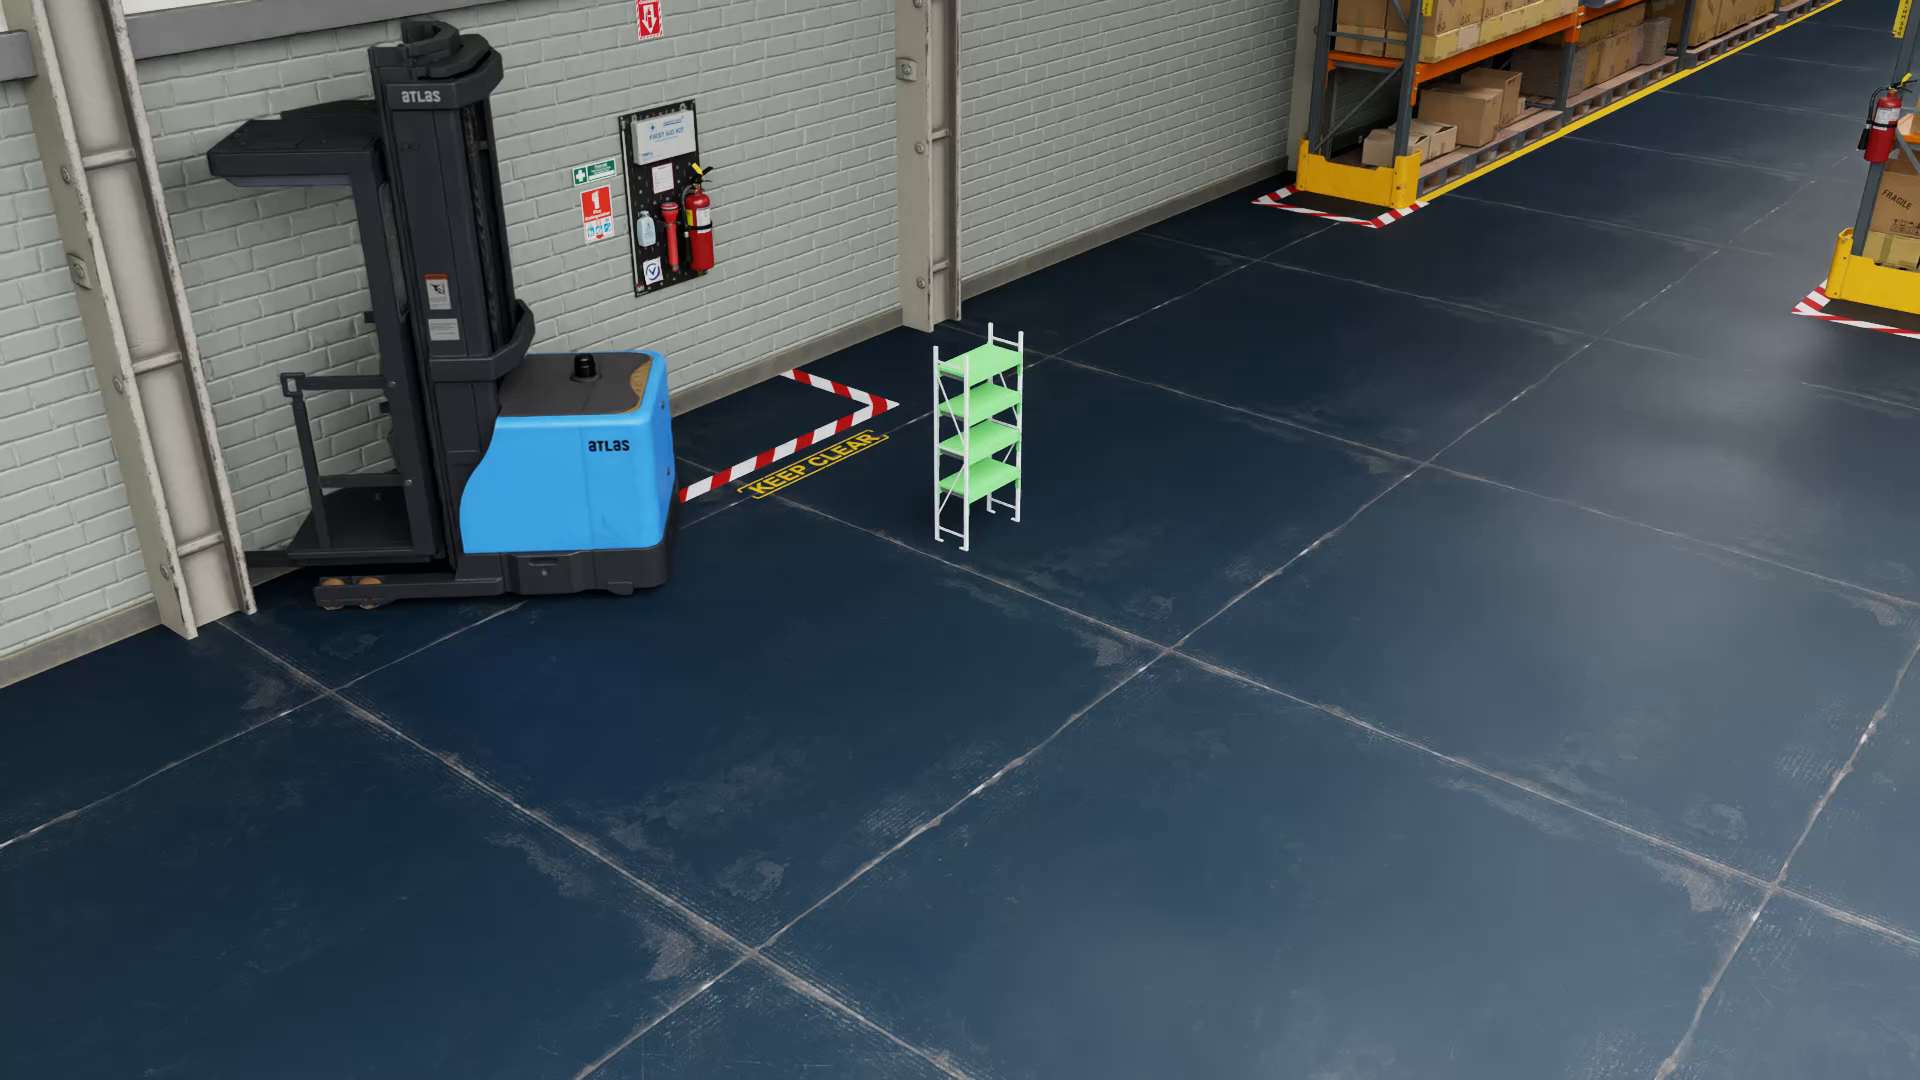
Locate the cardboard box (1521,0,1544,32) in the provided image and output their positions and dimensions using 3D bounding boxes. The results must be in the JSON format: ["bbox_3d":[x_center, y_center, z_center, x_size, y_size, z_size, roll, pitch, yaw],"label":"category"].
[{"bbox_3d":[5.654,-5.423,17.110,0.500,0.250,0.500,21,34,34],"label":"cardboard box"}]

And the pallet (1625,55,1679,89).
[{"bbox_3d":[8.399,-5.997,21.113,1.003,0.211,1.213,21,34,34],"label":"pallet"}]

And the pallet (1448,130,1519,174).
[{"bbox_3d":[5.177,-4.173,17.586,1.003,0.211,1.213,21,34,34],"label":"pallet"}]

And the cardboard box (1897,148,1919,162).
[{"bbox_3d":[8.370,-3.164,14.321,0.500,0.500,0.500,21,34,34],"label":"cardboard box"}]

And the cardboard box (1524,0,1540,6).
[{"bbox_3d":[5.649,-5.758,16.940,0.500,0.500,0.500,20,33,33],"label":"cardboard box"}]

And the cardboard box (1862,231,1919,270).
[{"bbox_3d":[7.747,-2.471,13.798,0.500,0.250,0.500,21,34,34],"label":"cardboard box"}]

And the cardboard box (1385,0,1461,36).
[{"bbox_3d":[4.344,-5.033,15.539,0.500,0.500,0.500,21,34,34],"label":"cardboard box"}]

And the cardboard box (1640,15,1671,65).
[{"bbox_3d":[8.479,-6.327,20.958,0.700,0.500,0.500,21,34,35],"label":"cardboard box"}]

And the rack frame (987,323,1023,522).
[{"bbox_3d":[0.260,-0.678,9.755,0.240,1.200,0.015,21,34,34],"label":"rack frame"}]

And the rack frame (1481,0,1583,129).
[{"bbox_3d":[6.353,-6.094,18.266,1.000,3.000,0.127,21,34,34],"label":"rack frame"}]

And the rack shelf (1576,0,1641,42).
[{"bbox_3d":[7.625,-6.484,19.802,1.077,0.370,4.000,21,34,34],"label":"rack shelf"}]

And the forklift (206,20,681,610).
[{"bbox_3d":[-3.152,-1.174,8.830,3.031,2.935,1.130,-2,27,-3],"label":"forklift"}]

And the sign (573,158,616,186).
[{"bbox_3d":[-2.253,-2.269,10.256,0.001,0.109,0.331,21,34,34],"label":"sign"}]

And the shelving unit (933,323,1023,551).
[{"bbox_3d":[0.105,-0.592,9.588,0.258,1.200,0.503,21,34,34],"label":"shelving unit"}]

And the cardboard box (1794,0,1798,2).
[{"bbox_3d":[12.318,-8.419,25.024,0.700,0.500,0.500,20,34,34],"label":"cardboard box"}]

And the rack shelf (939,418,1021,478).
[{"bbox_3d":[0.105,-0.535,9.617,0.258,0.148,0.480,21,34,34],"label":"rack shelf"}]

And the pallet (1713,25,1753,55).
[{"bbox_3d":[10.233,-6.962,22.978,1.003,0.211,1.213,21,34,34],"label":"pallet"}]

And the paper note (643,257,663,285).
[{"bbox_3d":[-1.997,-1.751,10.829,0.016,0.148,0.142,21,34,34],"label":"paper note"}]

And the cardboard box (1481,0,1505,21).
[{"bbox_3d":[5.000,-5.387,16.223,0.500,0.500,0.500,19,33,33],"label":"cardboard box"}]

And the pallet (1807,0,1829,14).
[{"bbox_3d":[12.761,-8.373,25.706,1.003,0.211,1.213,21,34,34],"label":"pallet"}]

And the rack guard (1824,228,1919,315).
[{"bbox_3d":[7.618,-2.111,13.286,1.175,0.500,0.348,21,34,34],"label":"rack guard"}]

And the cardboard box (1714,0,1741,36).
[{"bbox_3d":[10.028,-7.275,22.431,0.750,0.750,0.750,21,34,34],"label":"cardboard box"}]

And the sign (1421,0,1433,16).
[{"bbox_3d":[4.227,-4.902,15.019,0.100,0.325,0.005,21,34,34],"label":"sign"}]

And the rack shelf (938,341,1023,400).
[{"bbox_3d":[0.105,-0.961,9.397,0.258,0.148,0.480,21,34,34],"label":"rack shelf"}]

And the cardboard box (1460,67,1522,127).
[{"bbox_3d":[5.724,-4.800,18.005,0.500,0.500,0.500,18,32,31],"label":"cardboard box"}]

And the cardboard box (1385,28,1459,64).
[{"bbox_3d":[4.364,-4.699,15.709,0.500,0.250,0.500,20,33,33],"label":"cardboard box"}]

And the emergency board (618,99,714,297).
[{"bbox_3d":[-1.831,-2.185,10.709,0.194,1.169,0.643,21,34,34],"label":"emergency board"}]

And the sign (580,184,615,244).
[{"bbox_3d":[-2.263,-2.035,10.380,0.001,0.329,0.234,21,34,34],"label":"sign"}]

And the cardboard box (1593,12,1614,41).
[{"bbox_3d":[7.414,-6.121,19.743,0.500,0.250,0.500,20,33,33],"label":"cardboard box"}]

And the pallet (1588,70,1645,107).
[{"bbox_3d":[7.623,-5.567,20.281,1.003,0.211,1.213,21,34,34],"label":"pallet"}]

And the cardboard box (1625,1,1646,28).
[{"bbox_3d":[8.068,-6.476,20.430,0.500,0.250,0.500,21,34,35],"label":"cardboard box"}]

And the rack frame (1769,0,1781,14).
[{"bbox_3d":[11.441,-8.931,23.749,1.000,3.000,0.127,21,34,34],"label":"rack frame"}]

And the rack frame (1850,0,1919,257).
[{"bbox_3d":[7.633,-3.230,12.728,1.000,3.000,0.127,21,34,34],"label":"rack frame"}]

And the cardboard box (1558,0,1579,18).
[{"bbox_3d":[6.285,-5.780,17.800,0.500,0.250,0.500,21,34,35],"label":"cardboard box"}]

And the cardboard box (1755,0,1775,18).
[{"bbox_3d":[11.128,-7.894,23.627,0.750,0.750,0.750,21,34,35],"label":"cardboard box"}]

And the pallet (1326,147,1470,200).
[{"bbox_3d":[4.401,-3.742,16.754,1.003,0.211,1.213,21,34,34],"label":"pallet"}]

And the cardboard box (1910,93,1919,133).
[{"bbox_3d":[7.940,-3.436,13.018,0.700,0.500,0.500,21,34,34],"label":"cardboard box"}]

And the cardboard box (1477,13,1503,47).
[{"bbox_3d":[5.012,-5.066,16.419,0.500,0.250,0.500,20,34,34],"label":"cardboard box"}]

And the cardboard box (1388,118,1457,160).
[{"bbox_3d":[4.681,-4.098,16.855,0.500,0.311,0.500,24,36,38],"label":"cardboard box"}]

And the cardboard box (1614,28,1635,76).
[{"bbox_3d":[7.768,-5.994,20.314,0.700,0.500,0.500,21,34,34],"label":"cardboard box"}]

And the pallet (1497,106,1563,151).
[{"bbox_3d":[5.953,-4.607,18.426,1.003,0.211,1.213,21,34,34],"label":"pallet"}]

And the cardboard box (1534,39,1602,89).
[{"bbox_3d":[7.098,-5.643,19.635,0.700,0.500,0.500,20,33,33],"label":"cardboard box"}]

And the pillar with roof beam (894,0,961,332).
[{"bbox_3d":[3.092,-4.456,8.570,9.100,9.000,0.400,21,34,34],"label":"pillar with roof beam"}]
